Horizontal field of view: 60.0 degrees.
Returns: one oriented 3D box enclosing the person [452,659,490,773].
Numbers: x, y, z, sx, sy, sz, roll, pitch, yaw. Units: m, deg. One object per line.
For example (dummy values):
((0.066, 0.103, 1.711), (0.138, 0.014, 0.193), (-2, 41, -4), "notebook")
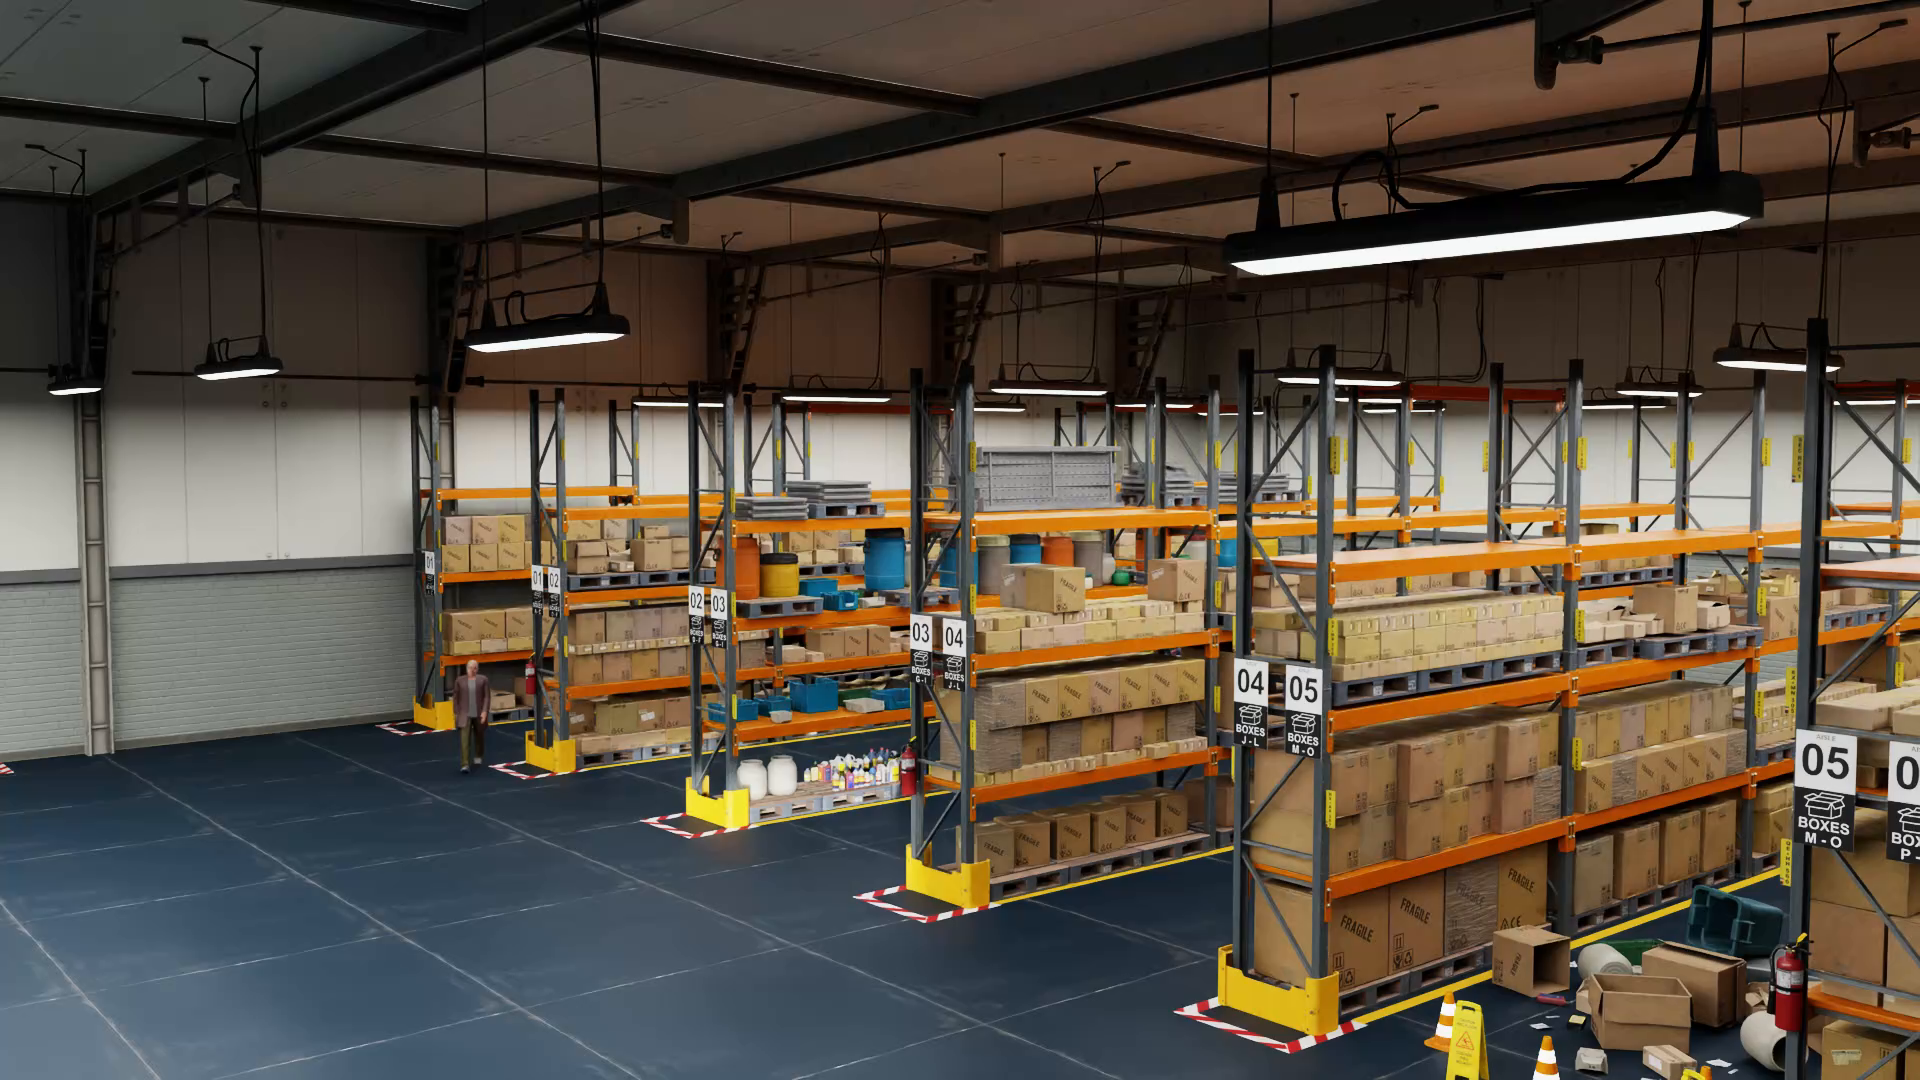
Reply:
((-7.696, 2.757, 26.241), (0.557, 1.753, 1.035), (-2, 4, -24), "person")
